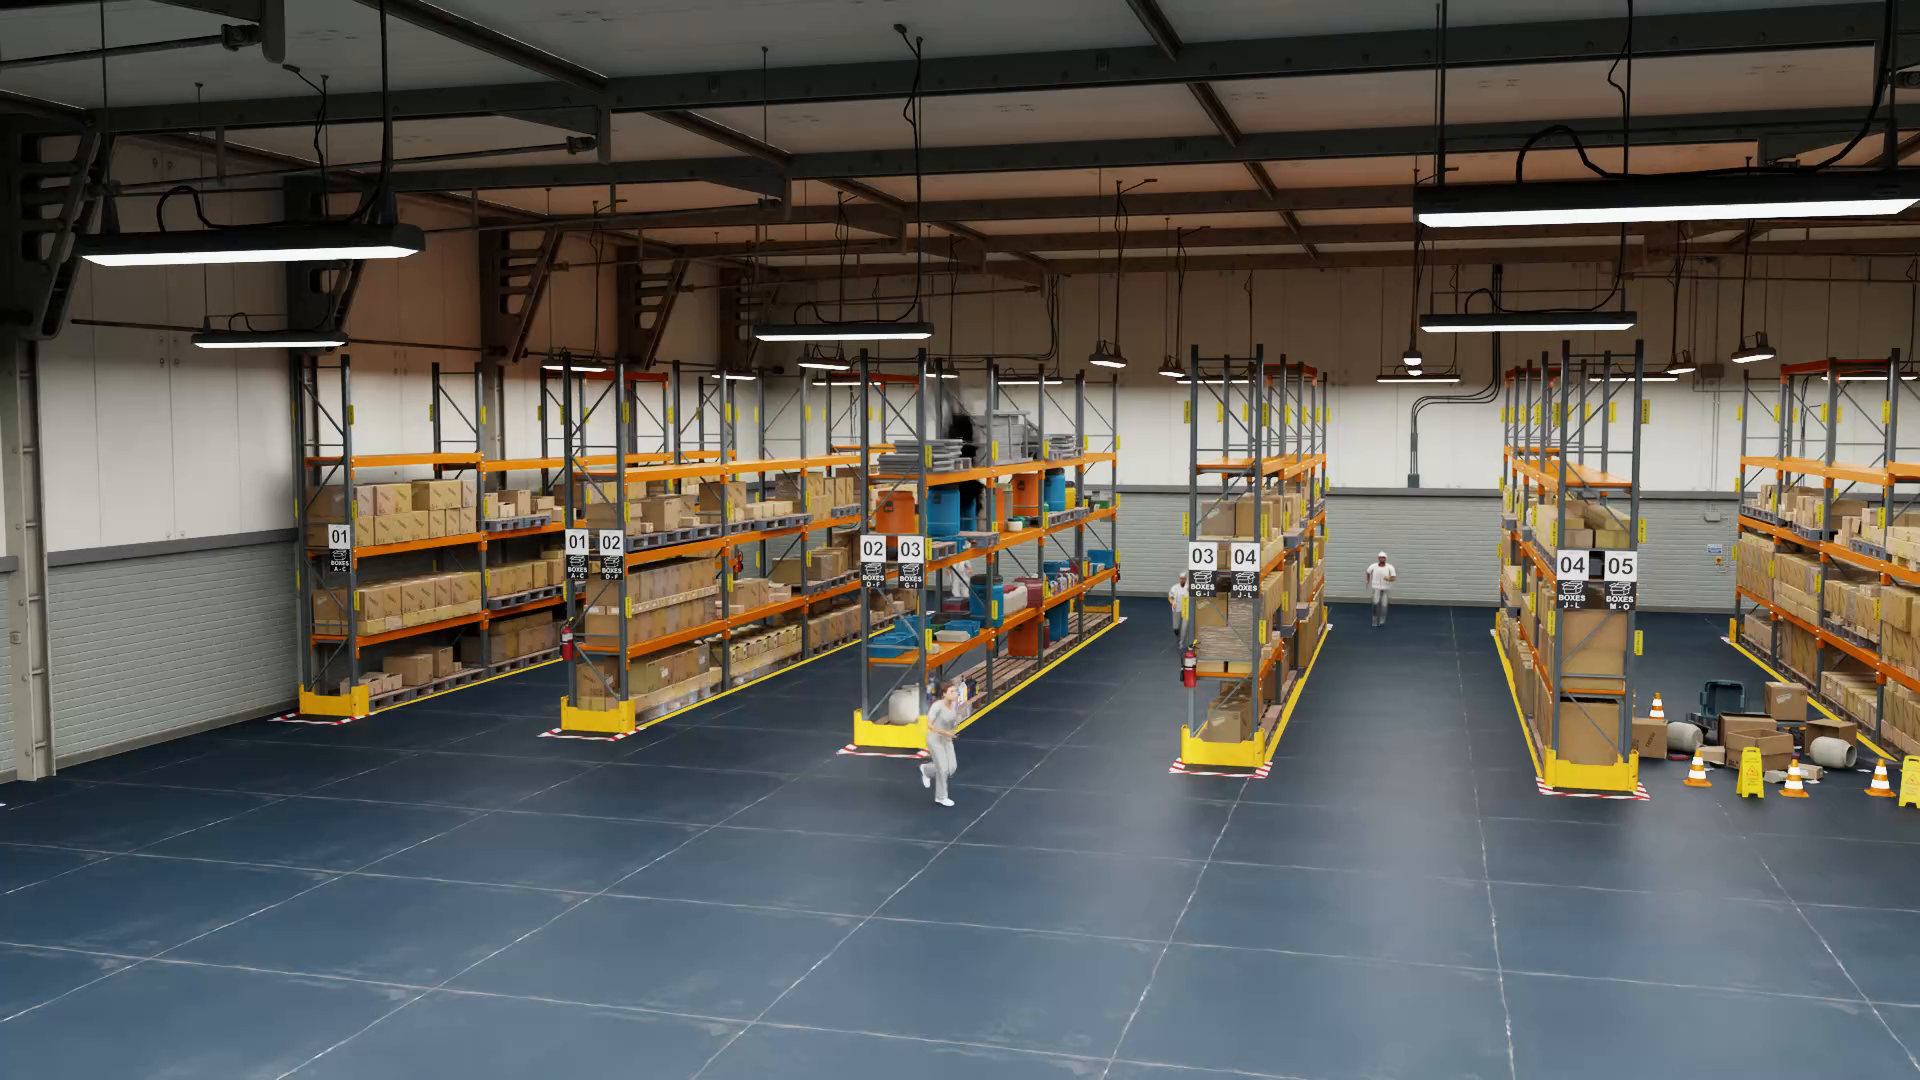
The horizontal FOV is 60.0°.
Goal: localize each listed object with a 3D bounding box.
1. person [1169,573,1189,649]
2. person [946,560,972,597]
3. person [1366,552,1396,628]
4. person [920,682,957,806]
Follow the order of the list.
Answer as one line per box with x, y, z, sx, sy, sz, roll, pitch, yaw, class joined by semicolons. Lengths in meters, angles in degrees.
4.773;1.518;35.690;0.595;1.622;0.561;1;4;7;person
-0.031;1.072;40.760;0.660;1.779;0.673;0;4;5;person
9.953;1.177;39.330;0.674;1.794;0.726;1;4;13;person
-0.261;2.606;21.384;0.549;1.612;0.713;-4;6;-42;person
